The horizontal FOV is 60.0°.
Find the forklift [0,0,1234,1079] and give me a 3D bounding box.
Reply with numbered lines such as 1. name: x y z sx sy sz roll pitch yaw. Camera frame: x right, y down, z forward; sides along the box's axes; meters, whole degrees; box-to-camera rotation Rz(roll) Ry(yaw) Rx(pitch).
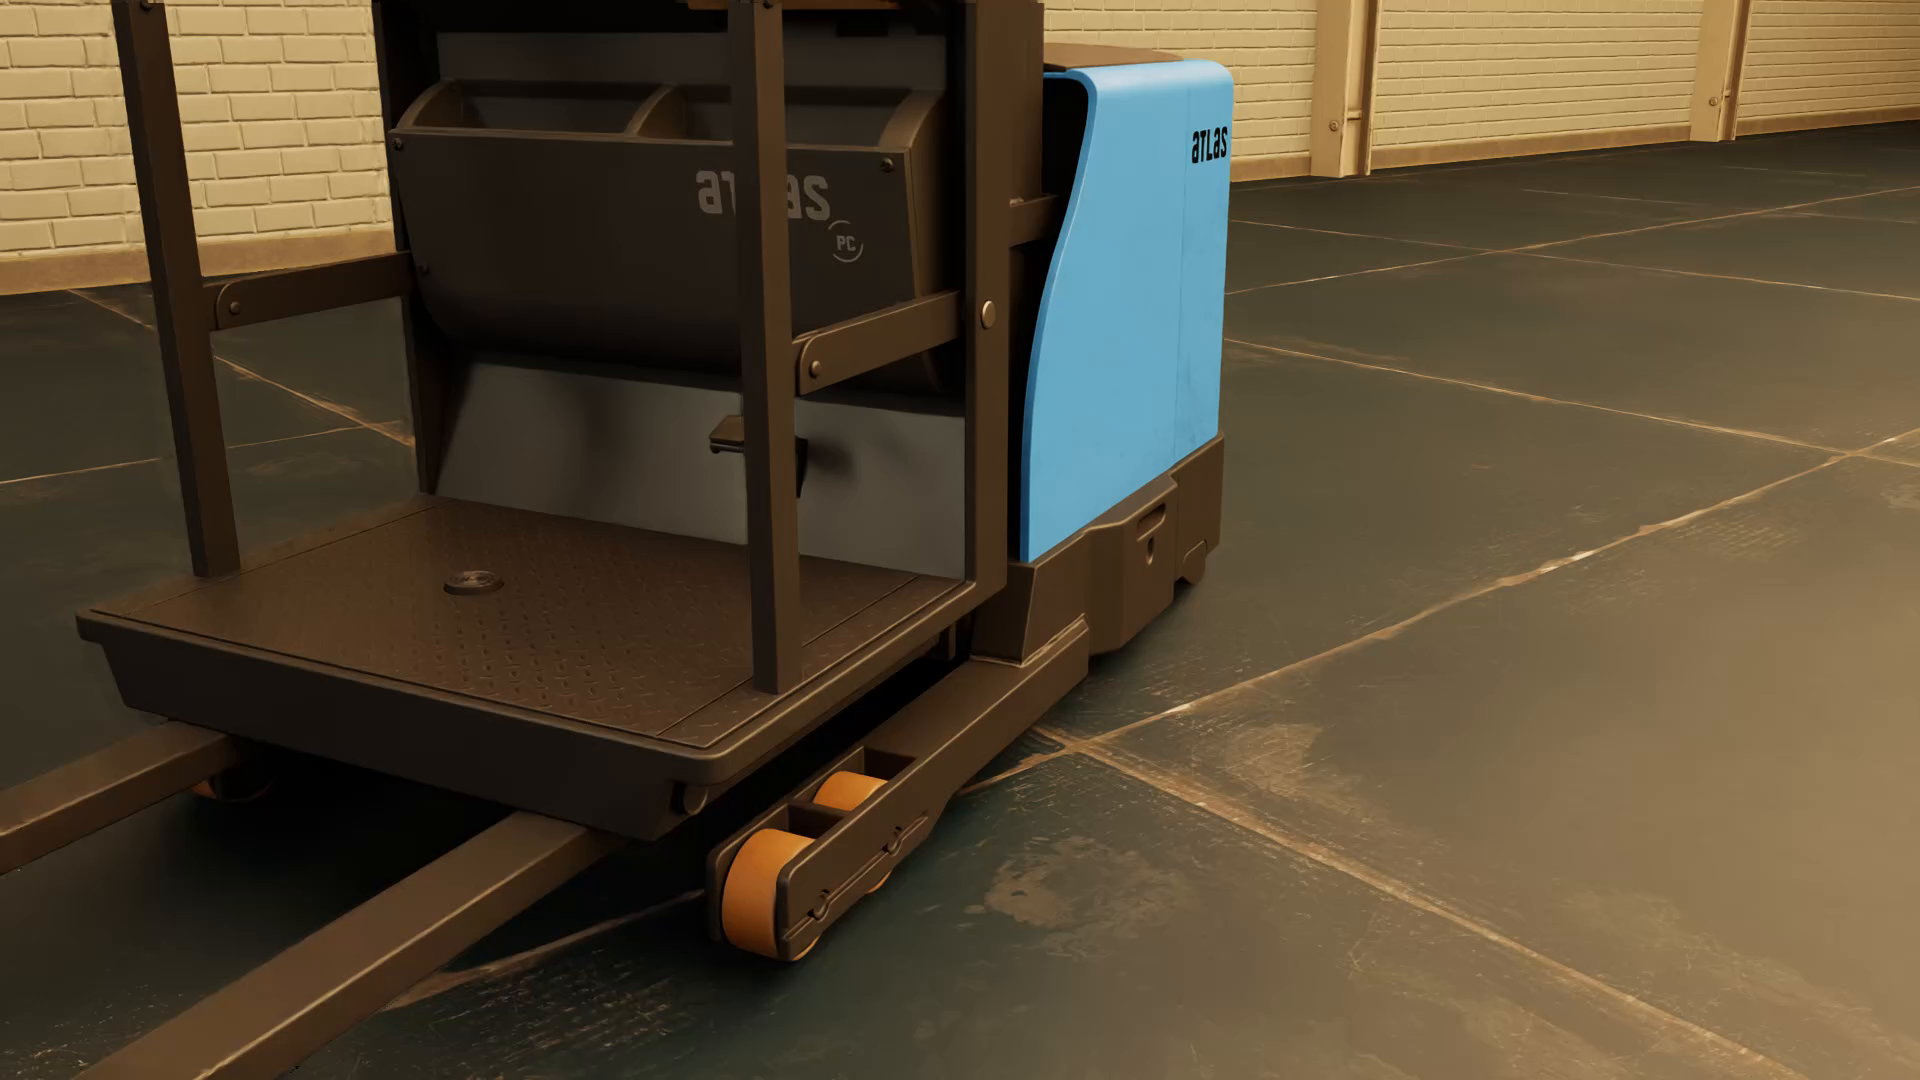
1. forklift: -0.549 -1.010 2.169 1.130 2.935 3.031 9 19 25
